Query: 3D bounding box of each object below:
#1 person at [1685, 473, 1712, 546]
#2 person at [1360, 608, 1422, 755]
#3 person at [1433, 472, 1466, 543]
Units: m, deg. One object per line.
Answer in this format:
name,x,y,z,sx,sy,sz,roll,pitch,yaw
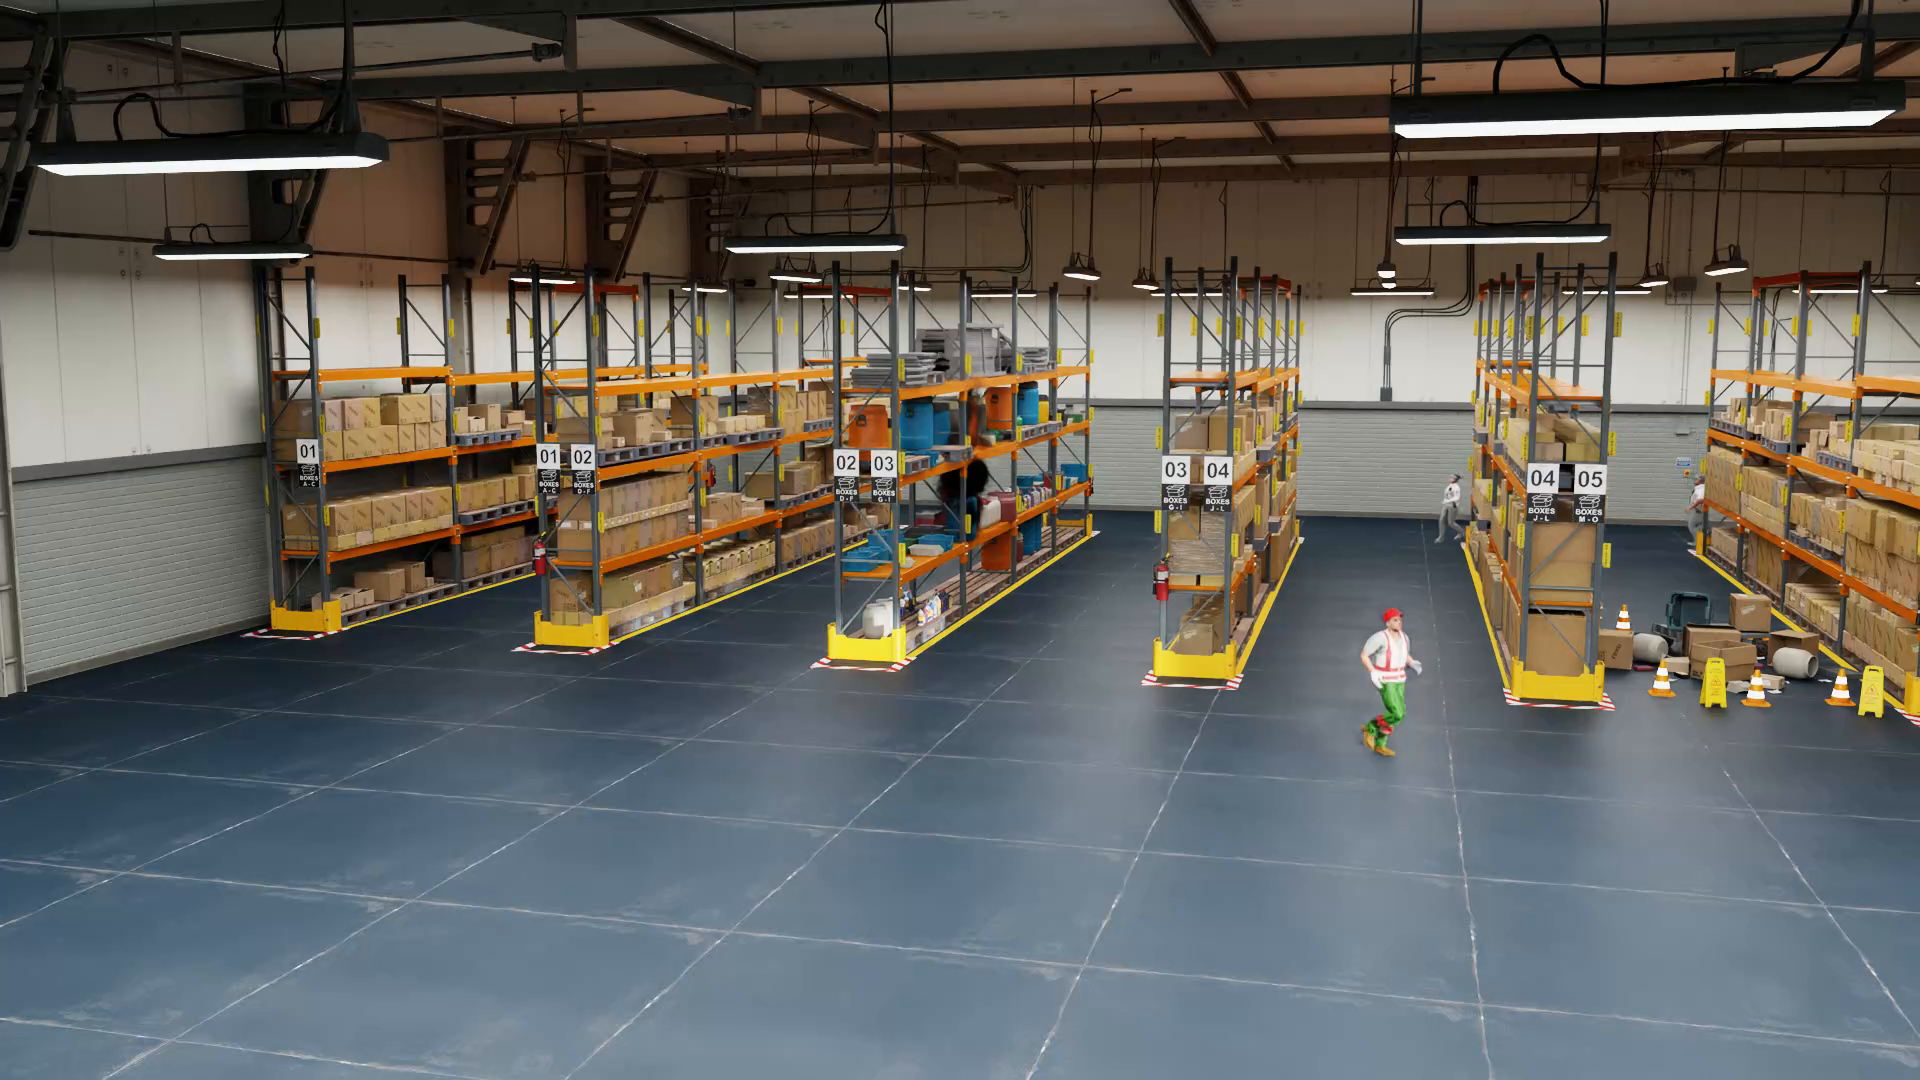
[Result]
person,16.963,-0.695,38.223,0.531,1.714,0.732,4,8,30
person,5.090,1.667,19.525,0.637,1.749,0.607,-5,9,-34
person,11.544,-0.752,38.930,0.781,1.694,0.632,-2,7,-12
